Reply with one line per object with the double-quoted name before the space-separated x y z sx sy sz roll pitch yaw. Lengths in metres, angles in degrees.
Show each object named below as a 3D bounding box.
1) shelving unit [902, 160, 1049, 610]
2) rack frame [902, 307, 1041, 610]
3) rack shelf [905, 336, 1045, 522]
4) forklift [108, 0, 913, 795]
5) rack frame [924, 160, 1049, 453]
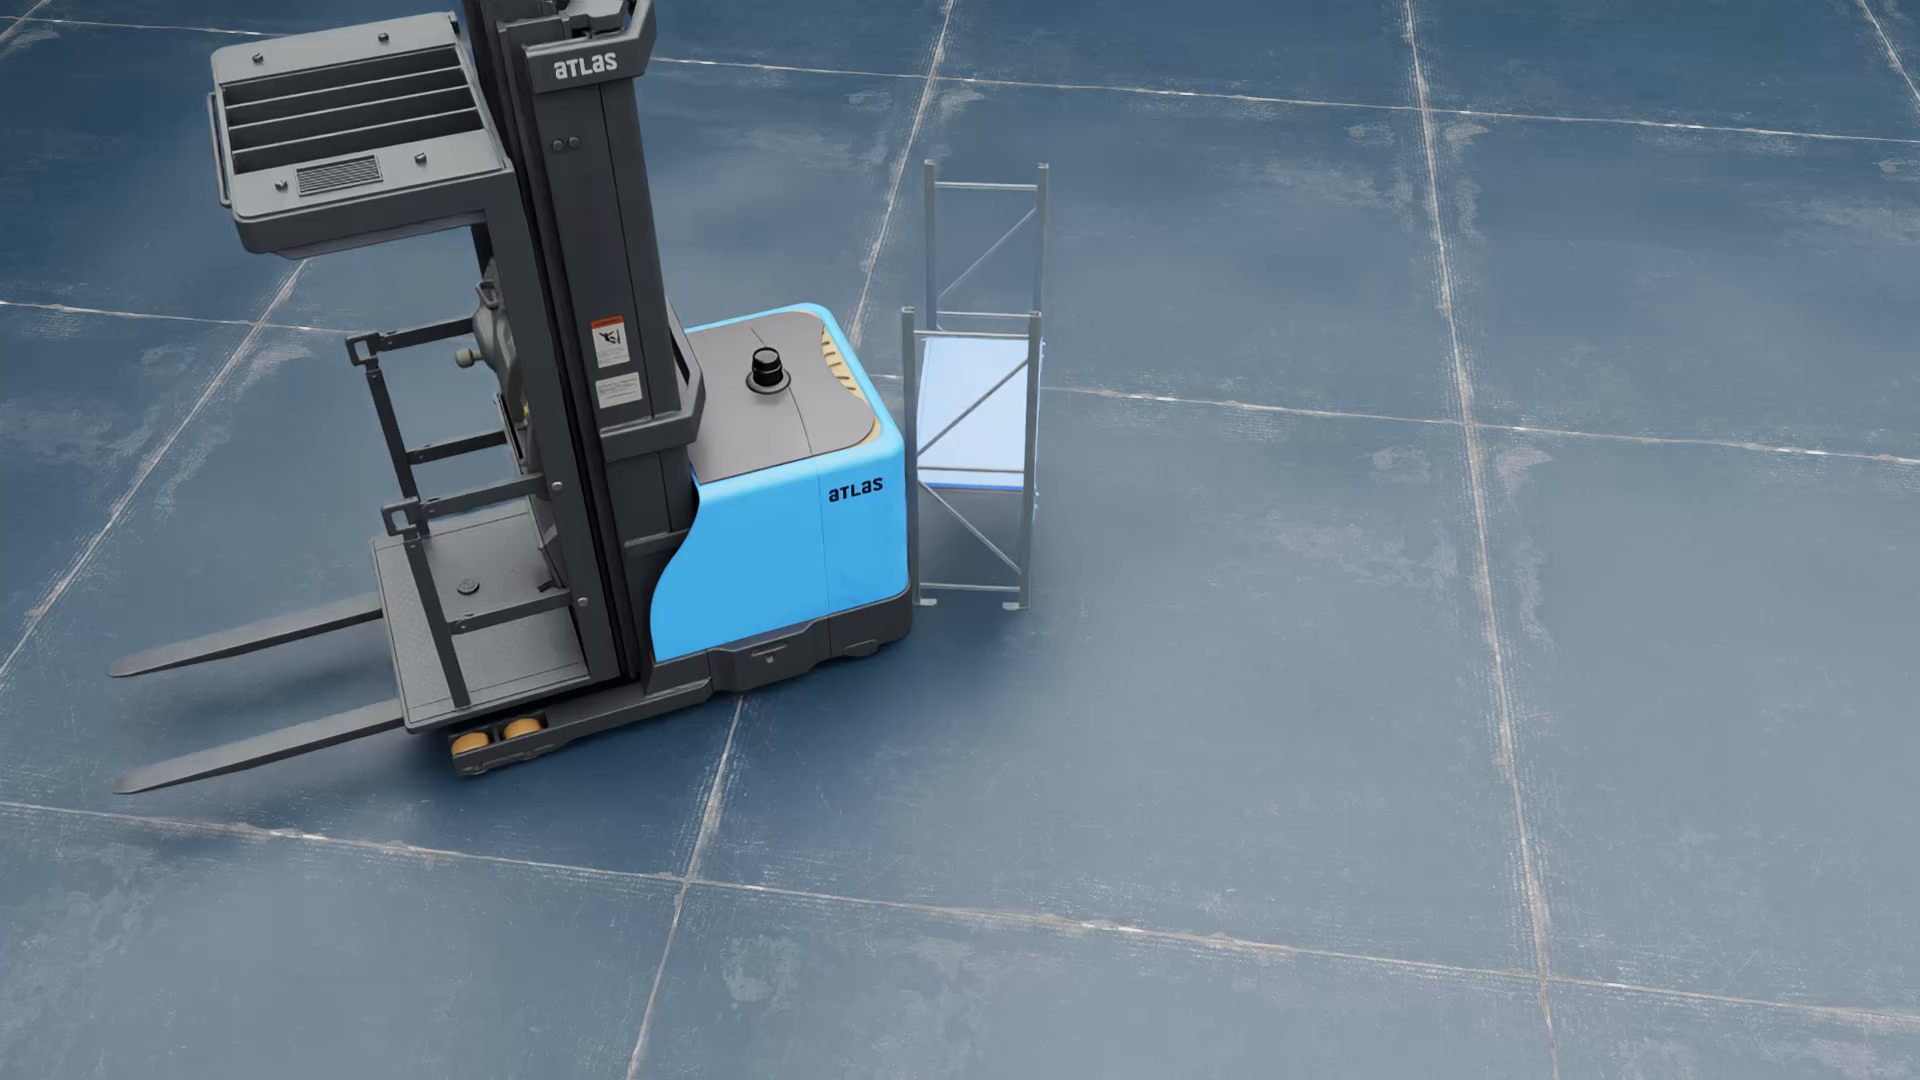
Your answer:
"shelving unit" 0.073 -0.621 6.837 0.538 1.500 1.048 3 43 3
"rack frame" 0.041 -0.272 6.468 0.500 1.500 0.032 3 43 3
"rack shelf" 0.073 -0.490 6.961 0.538 0.185 1.000 3 43 3
"forklift" -1.764 -0.585 5.758 3.031 2.935 1.130 -15 46 -15
"rack frame" 0.106 -0.969 7.205 0.500 1.500 0.032 3 43 3
